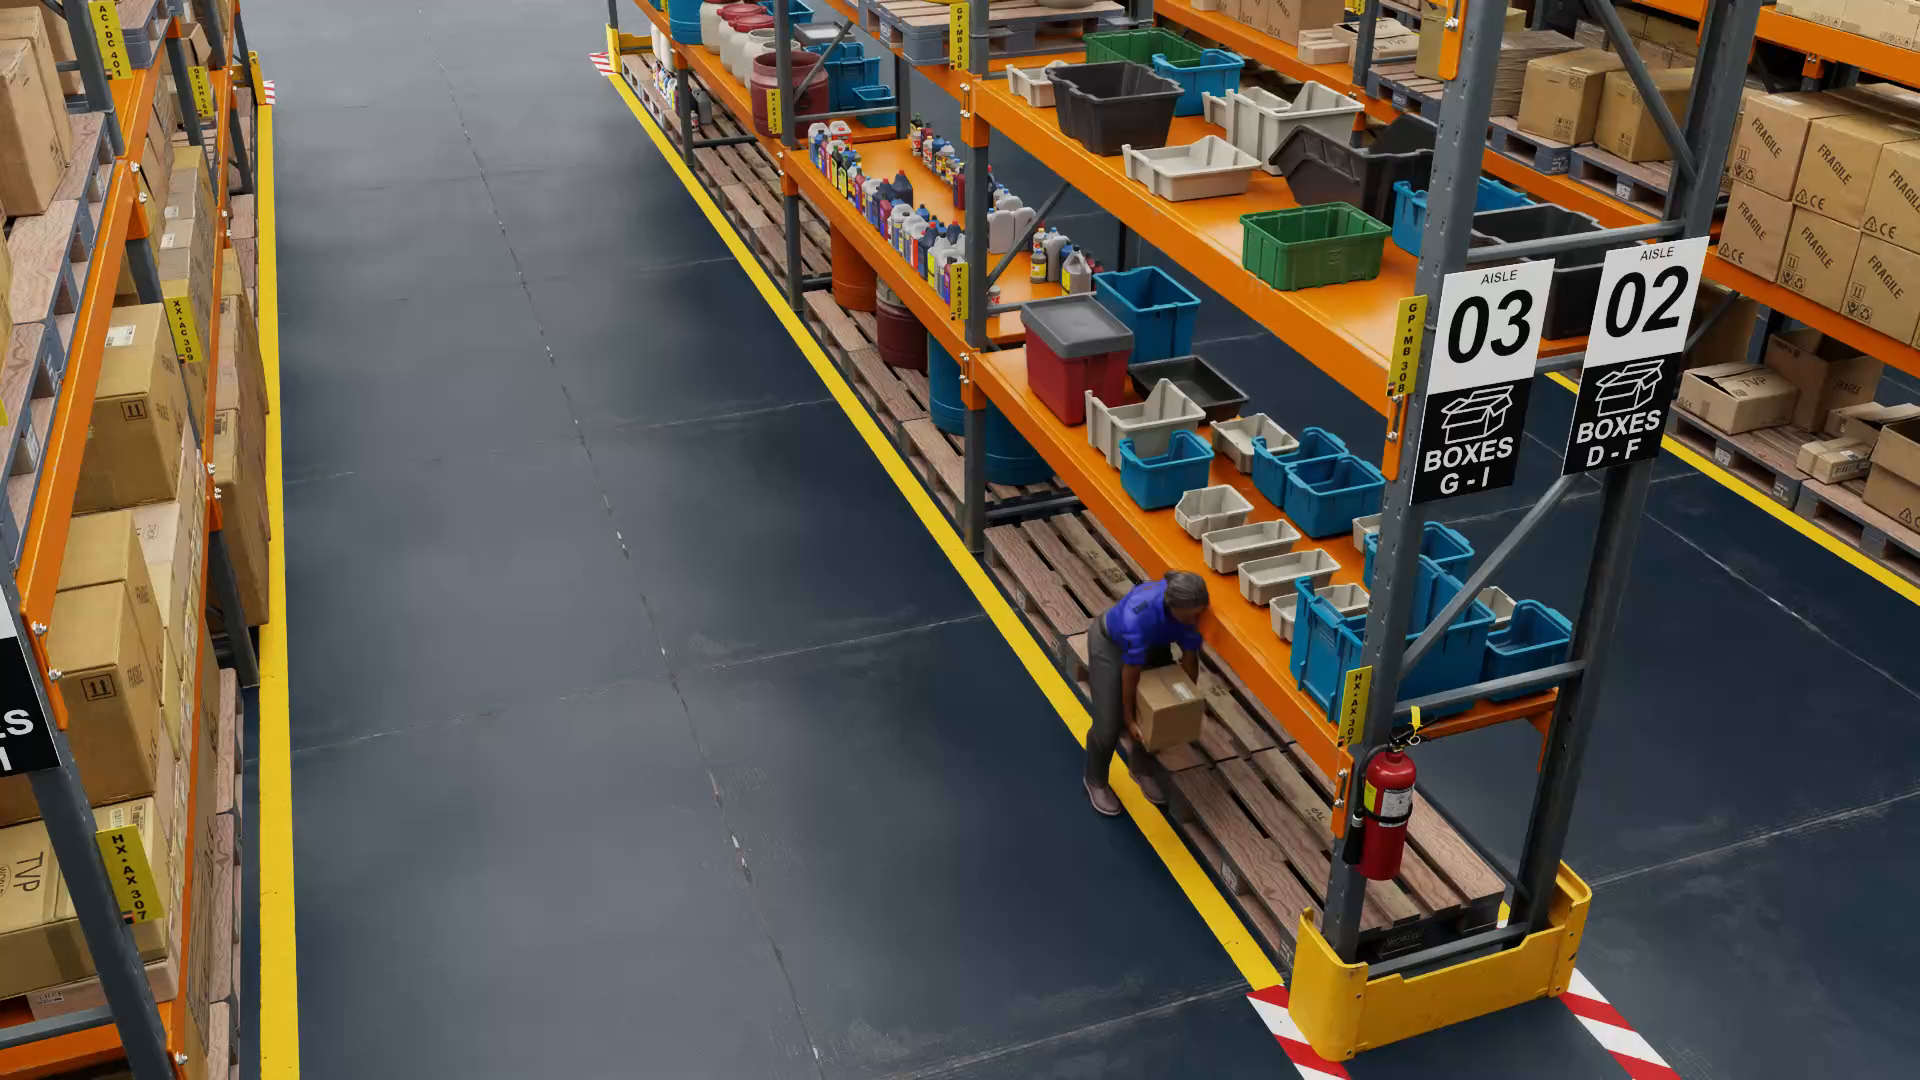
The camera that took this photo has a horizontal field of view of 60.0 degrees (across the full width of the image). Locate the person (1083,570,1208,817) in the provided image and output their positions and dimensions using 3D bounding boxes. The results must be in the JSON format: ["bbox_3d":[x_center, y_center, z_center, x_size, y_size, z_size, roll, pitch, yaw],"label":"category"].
[{"bbox_3d":[0.844,0.654,7.433,0.408,1.444,0.710,-11,32,-19],"label":"person"}]
